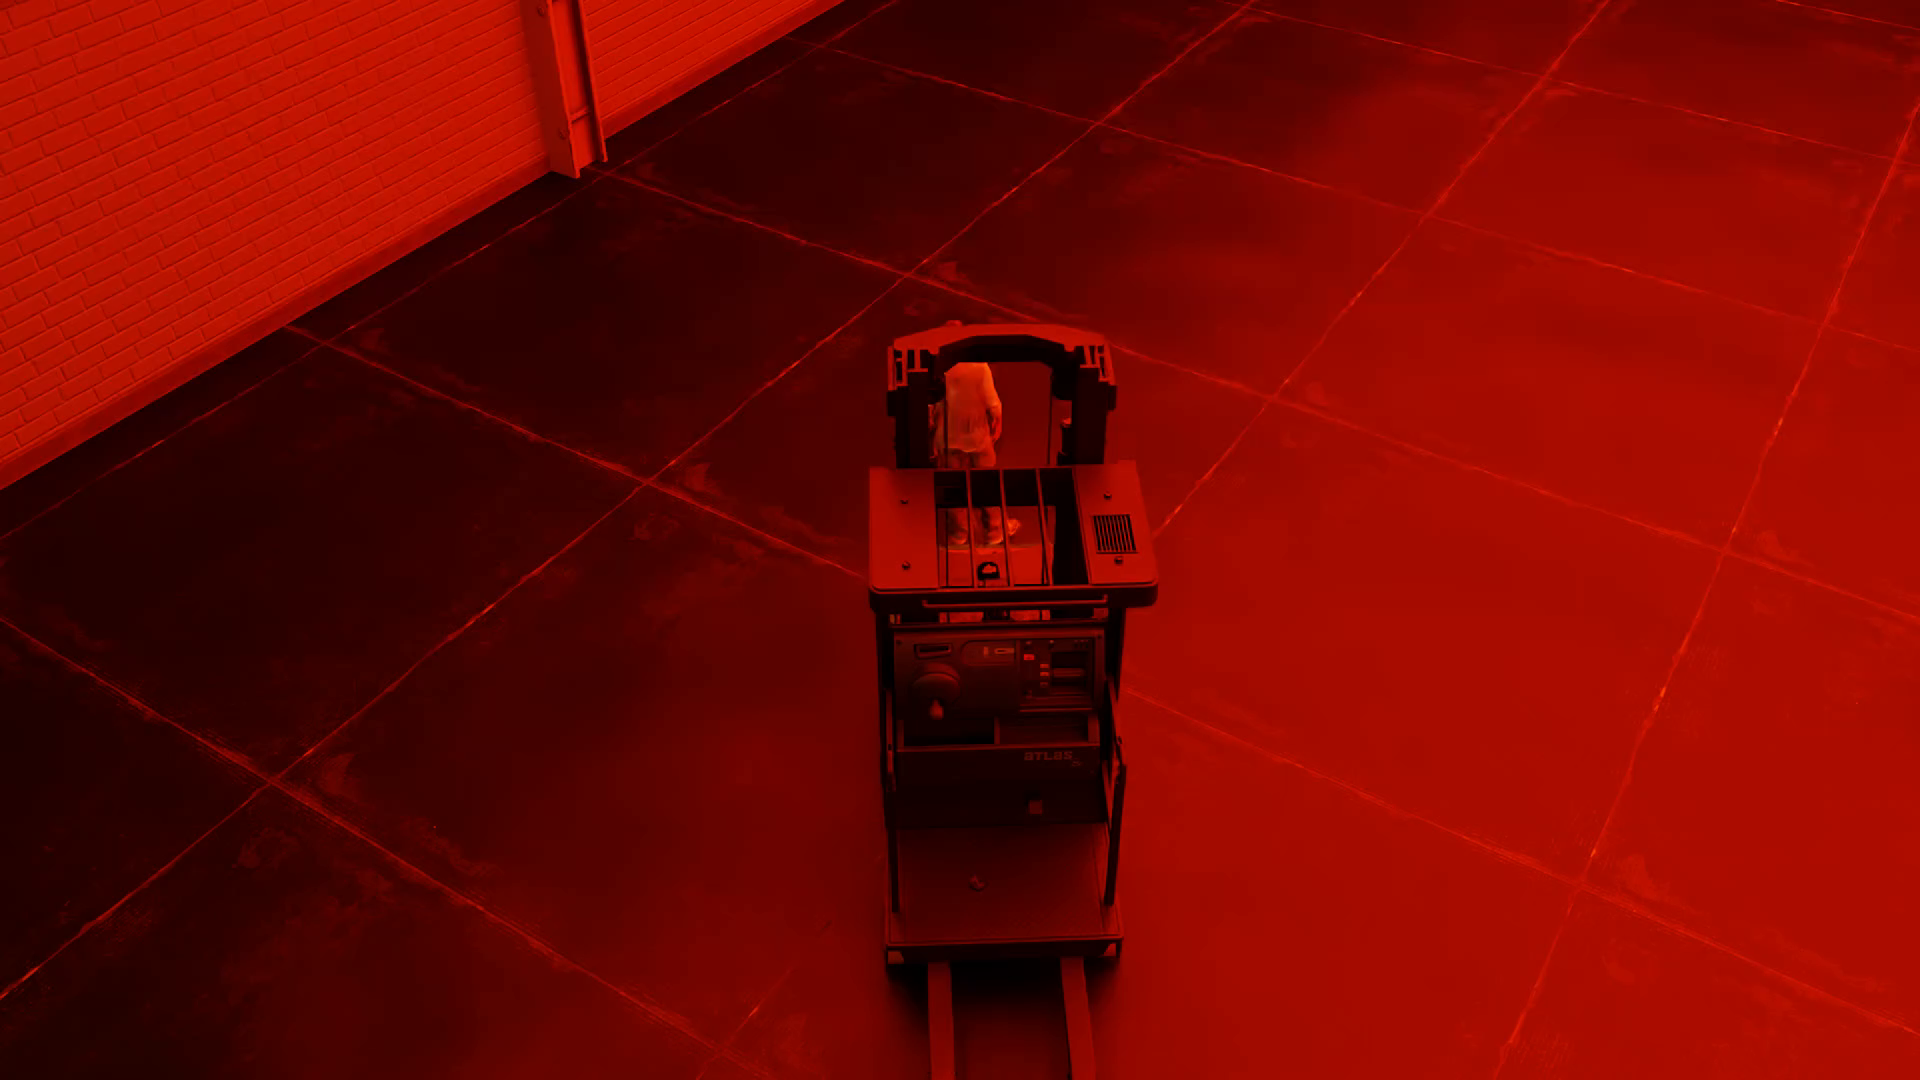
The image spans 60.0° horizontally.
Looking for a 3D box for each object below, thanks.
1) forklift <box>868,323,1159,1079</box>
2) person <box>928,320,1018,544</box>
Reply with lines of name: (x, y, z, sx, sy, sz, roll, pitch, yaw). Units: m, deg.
forklift: (0.185, 0.669, 7.177, 1.130, 2.935, 3.031, -2, 40, -2)
person: (0.056, -0.621, 9.738, 0.617, 1.585, 0.358, -1, 40, -2)
